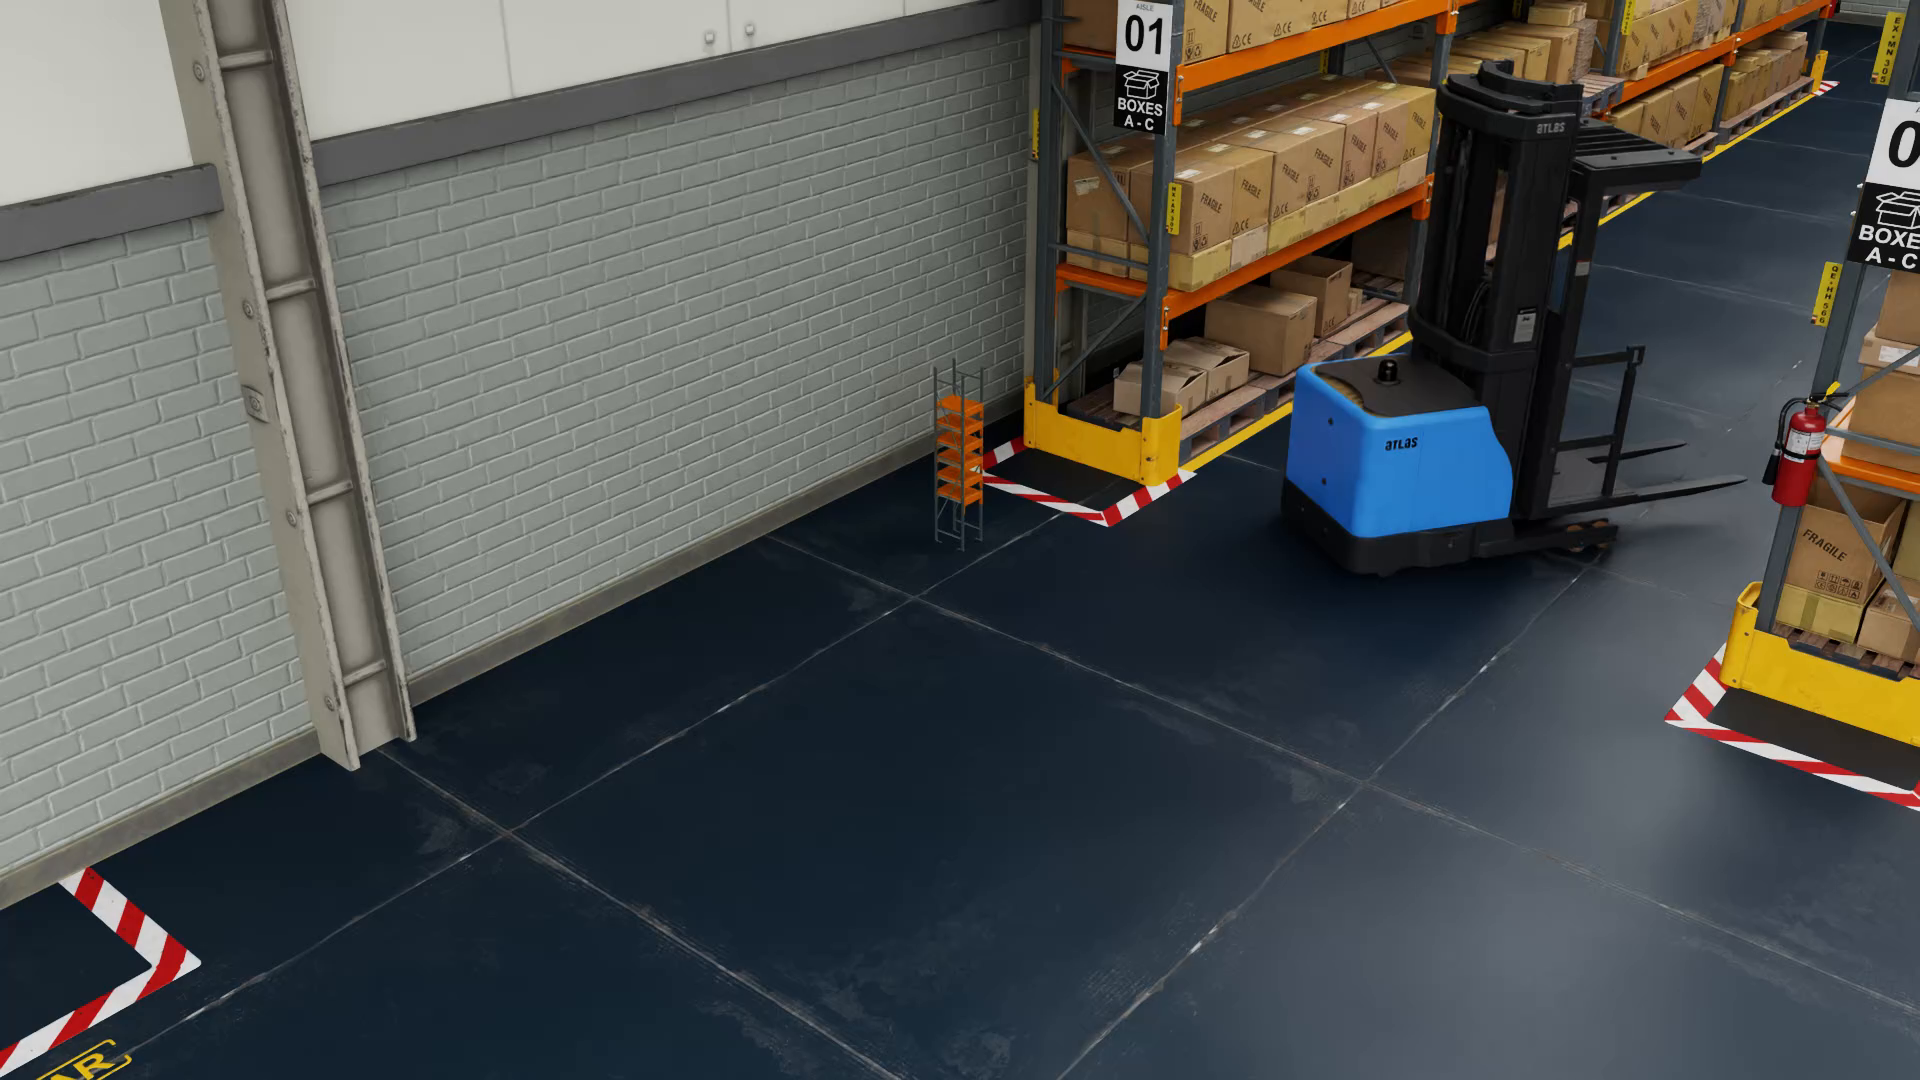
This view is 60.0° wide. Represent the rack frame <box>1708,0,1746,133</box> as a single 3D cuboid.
[{"bbox_3d":[8.578,-6.148,19.371,1.000,3.000,0.127,21,34,34],"label":"rack frame"}]

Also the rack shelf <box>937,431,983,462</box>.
[{"bbox_3d":[-0.009,-0.595,10.430,0.258,0.103,0.180,21,34,34],"label":"rack shelf"}]

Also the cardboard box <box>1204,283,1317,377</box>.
[{"bbox_3d":[2.323,-1.646,12.908,0.700,0.500,0.500,18,33,31],"label":"cardboard box"}]

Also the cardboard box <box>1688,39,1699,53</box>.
[{"bbox_3d":[7.910,-5.490,18.350,0.380,0.149,0.250,21,34,34],"label":"cardboard box"}]

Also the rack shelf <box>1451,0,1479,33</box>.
[{"bbox_3d":[4.762,-5.034,14.735,1.077,0.370,4.000,21,34,34],"label":"rack shelf"}]

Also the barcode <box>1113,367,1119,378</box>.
[{"bbox_3d":[1.158,-1.241,12.323,0.001,0.075,0.075,21,34,34],"label":"barcode"}]

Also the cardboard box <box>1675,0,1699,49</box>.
[{"bbox_3d":[7.522,-5.559,17.776,0.500,0.500,0.500,22,34,36],"label":"cardboard box"}]

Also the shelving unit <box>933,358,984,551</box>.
[{"bbox_3d":[-0.009,-0.528,10.464,0.258,1.200,0.189,21,34,34],"label":"shelving unit"}]

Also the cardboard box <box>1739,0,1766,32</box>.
[{"bbox_3d":[8.936,-6.469,19.664,0.980,0.700,0.700,21,34,35],"label":"cardboard box"}]

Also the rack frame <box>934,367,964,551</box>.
[{"bbox_3d":[-0.067,-0.495,10.402,0.240,1.200,0.006,21,34,34],"label":"rack frame"}]

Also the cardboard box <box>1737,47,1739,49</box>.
[{"bbox_3d":[9.550,-6.125,20.883,0.380,0.149,0.250,21,34,35],"label":"cardboard box"}]

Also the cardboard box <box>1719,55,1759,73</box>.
[{"bbox_3d":[9.492,-5.816,20.286,0.380,0.149,0.250,22,35,36],"label":"cardboard box"}]

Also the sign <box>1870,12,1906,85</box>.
[{"bbox_3d":[4.360,-2.301,7.792,0.100,0.325,0.005,21,34,34],"label":"sign"}]

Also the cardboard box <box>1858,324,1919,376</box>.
[{"bbox_3d":[4.866,-0.971,8.548,0.380,0.149,0.250,20,33,34],"label":"cardboard box"}]

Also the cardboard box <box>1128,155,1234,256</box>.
[{"bbox_3d":[1.481,-2.251,11.161,0.500,0.500,0.500,21,34,34],"label":"cardboard box"}]

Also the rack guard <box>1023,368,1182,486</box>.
[{"bbox_3d":[0.994,-0.811,11.773,1.175,0.500,0.348,21,34,34],"label":"rack guard"}]

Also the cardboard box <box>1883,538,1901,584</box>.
[{"bbox_3d":[5.192,0.130,9.770,0.500,0.250,0.500,21,34,34],"label":"cardboard box"}]

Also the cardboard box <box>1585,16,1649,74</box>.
[{"bbox_3d":[6.540,-5.013,16.722,0.500,0.500,0.500,22,35,36],"label":"cardboard box"}]

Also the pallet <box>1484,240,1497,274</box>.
[{"bbox_3d":[4.760,-2.785,15.903,1.003,0.211,1.213,21,34,34],"label":"pallet"}]

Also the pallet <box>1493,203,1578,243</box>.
[{"bbox_3d":[5.536,-3.215,16.735,1.003,0.211,1.213,21,34,34],"label":"pallet"}]

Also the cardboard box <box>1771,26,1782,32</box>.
[{"bbox_3d":[10.680,-6.756,22.103,0.380,0.149,0.250,21,34,35],"label":"cardboard box"}]

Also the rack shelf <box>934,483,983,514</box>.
[{"bbox_3d":[-0.009,-0.275,10.595,0.258,0.103,0.180,21,34,34],"label":"rack shelf"}]

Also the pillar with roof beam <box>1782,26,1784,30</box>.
[{"bbox_3d":[15.494,-10.183,20.641,9.100,9.000,0.400,21,34,34],"label":"pillar with roof beam"}]

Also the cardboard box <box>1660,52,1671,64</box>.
[{"bbox_3d":[7.389,-5.224,17.835,0.380,0.149,0.250,21,34,35],"label":"cardboard box"}]

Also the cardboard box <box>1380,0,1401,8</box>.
[{"bbox_3d":[3.028,-4.271,12.346,0.500,0.500,0.500,18,32,30],"label":"cardboard box"}]

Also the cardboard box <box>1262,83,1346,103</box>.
[{"bbox_3d":[2.698,-3.300,13.189,0.500,0.500,0.500,21,34,34],"label":"cardboard box"}]

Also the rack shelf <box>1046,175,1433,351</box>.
[{"bbox_3d":[2.218,-2.283,12.682,1.077,0.370,4.000,21,34,34],"label":"rack shelf"}]

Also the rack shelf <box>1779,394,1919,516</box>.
[{"bbox_3d":[6.042,-0.837,9.886,1.077,0.370,4.000,21,34,34],"label":"rack shelf"}]

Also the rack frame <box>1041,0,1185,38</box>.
[{"bbox_3d":[0.945,-4.558,9.768,1.000,3.000,0.127,21,34,34],"label":"rack frame"}]

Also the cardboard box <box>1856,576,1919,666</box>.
[{"bbox_3d":[5.283,0.462,9.128,0.500,0.250,0.500,21,34,34],"label":"cardboard box"}]

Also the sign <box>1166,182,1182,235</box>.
[{"bbox_3d":[1.364,-2.120,10.641,0.100,0.325,0.005,21,34,34],"label":"sign"}]

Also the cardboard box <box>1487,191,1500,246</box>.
[{"bbox_3d":[4.591,-3.030,15.584,0.700,0.500,0.500,21,34,35],"label":"cardboard box"}]

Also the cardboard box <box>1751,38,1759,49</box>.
[{"bbox_3d":[10.037,-6.398,21.410,0.380,0.149,0.250,21,34,35],"label":"cardboard box"}]

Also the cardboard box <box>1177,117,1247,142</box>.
[{"bbox_3d":[1.735,-2.759,12.143,0.500,0.500,0.500,20,33,33],"label":"cardboard box"}]

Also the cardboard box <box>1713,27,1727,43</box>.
[{"bbox_3d":[8.439,-5.747,18.846,0.380,0.149,0.250,21,34,35],"label":"cardboard box"}]

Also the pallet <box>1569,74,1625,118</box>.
[{"bbox_3d":[5.663,-4.361,16.125,1.213,0.211,1.003,21,34,34],"label":"pallet"}]

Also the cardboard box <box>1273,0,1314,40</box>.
[{"bbox_3d":[2.047,-3.690,11.224,0.500,0.500,0.500,23,35,37],"label":"cardboard box"}]

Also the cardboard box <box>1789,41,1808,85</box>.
[{"bbox_3d":[10.754,-6.366,22.054,0.700,0.500,0.500,21,34,34],"label":"cardboard box"}]

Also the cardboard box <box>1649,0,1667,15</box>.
[{"bbox_3d":[6.863,-5.525,16.895,0.500,0.250,0.500,20,34,34],"label":"cardboard box"}]

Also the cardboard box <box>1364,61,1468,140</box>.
[{"bbox_3d":[3.840,-3.722,14.093,0.700,0.500,0.500,21,34,35],"label":"cardboard box"}]

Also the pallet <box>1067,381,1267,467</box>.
[{"bbox_3d":[1.538,-0.960,12.376,1.003,0.211,1.213,21,34,34],"label":"pallet"}]

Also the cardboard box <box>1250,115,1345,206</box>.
[{"bbox_3d":[2.456,-2.791,12.205,0.500,0.500,0.500,22,35,36],"label":"cardboard box"}]

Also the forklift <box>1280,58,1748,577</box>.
[{"bbox_3d":[3.694,-1.451,10.365,3.031,2.935,1.130,-8,28,-15],"label":"forklift"}]

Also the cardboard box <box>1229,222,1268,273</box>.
[{"bbox_3d":[1.820,-2.105,11.695,0.500,0.250,0.500,20,33,33],"label":"cardboard box"}]

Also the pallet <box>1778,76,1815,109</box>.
[{"bbox_3d":[10.674,-6.022,22.161,1.003,0.211,1.213,21,34,34],"label":"pallet"}]

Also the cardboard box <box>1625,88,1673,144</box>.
[{"bbox_3d":[7.165,-4.493,18.053,0.750,0.750,0.750,21,34,34],"label":"cardboard box"}]

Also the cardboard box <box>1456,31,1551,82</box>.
[{"bbox_3d":[4.967,-4.352,15.311,0.700,0.500,0.500,21,34,34],"label":"cardboard box"}]

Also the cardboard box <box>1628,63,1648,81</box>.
[{"bbox_3d":[6.823,-4.833,17.079,0.380,0.149,0.250,22,35,36],"label":"cardboard box"}]

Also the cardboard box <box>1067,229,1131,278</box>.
[{"bbox_3d":[1.093,-2.059,11.606,0.500,0.250,0.500,21,34,35],"label":"cardboard box"}]

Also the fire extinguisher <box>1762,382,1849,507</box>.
[{"bbox_3d":[4.337,-0.507,8.550,0.296,0.674,0.183,21,34,34],"label":"fire extinguisher"}]

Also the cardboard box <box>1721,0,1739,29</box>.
[{"bbox_3d":[8.479,-6.097,18.816,0.500,0.500,0.500,20,33,34],"label":"cardboard box"}]

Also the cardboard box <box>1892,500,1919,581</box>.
[{"bbox_3d":[5.600,-0.049,9.299,0.500,0.500,0.500,21,34,34],"label":"cardboard box"}]

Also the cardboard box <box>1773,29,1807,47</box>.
[{"bbox_3d":[10.813,-6.555,21.714,0.380,0.149,0.250,20,34,34],"label":"cardboard box"}]

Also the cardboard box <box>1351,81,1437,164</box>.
[{"bbox_3d":[3.428,-3.329,13.247,0.500,0.500,0.500,21,34,34],"label":"cardboard box"}]

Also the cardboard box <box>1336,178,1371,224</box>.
[{"bbox_3d":[2.791,-2.641,12.732,0.500,0.250,0.500,21,34,34],"label":"cardboard box"}]

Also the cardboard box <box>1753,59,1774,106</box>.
[{"bbox_3d":[9.783,-5.818,20.996,0.700,0.500,0.500,22,34,36],"label":"cardboard box"}]

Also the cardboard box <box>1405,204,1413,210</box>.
[{"bbox_3d":[4.223,-3.153,15.006,0.500,0.250,0.500,20,33,33],"label":"cardboard box"}]

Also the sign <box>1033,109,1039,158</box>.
[{"bbox_3d":[0.530,-2.718,11.135,0.100,0.325,0.005,21,34,34],"label":"sign"}]

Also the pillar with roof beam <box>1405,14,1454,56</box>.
[{"bbox_3d":[7.862,-5.929,12.416,9.100,9.000,0.400,21,34,34],"label":"pillar with roof beam"}]

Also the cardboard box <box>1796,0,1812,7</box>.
[{"bbox_3d":[10.352,-7.255,21.183,0.980,0.700,0.700,20,34,34],"label":"cardboard box"}]
